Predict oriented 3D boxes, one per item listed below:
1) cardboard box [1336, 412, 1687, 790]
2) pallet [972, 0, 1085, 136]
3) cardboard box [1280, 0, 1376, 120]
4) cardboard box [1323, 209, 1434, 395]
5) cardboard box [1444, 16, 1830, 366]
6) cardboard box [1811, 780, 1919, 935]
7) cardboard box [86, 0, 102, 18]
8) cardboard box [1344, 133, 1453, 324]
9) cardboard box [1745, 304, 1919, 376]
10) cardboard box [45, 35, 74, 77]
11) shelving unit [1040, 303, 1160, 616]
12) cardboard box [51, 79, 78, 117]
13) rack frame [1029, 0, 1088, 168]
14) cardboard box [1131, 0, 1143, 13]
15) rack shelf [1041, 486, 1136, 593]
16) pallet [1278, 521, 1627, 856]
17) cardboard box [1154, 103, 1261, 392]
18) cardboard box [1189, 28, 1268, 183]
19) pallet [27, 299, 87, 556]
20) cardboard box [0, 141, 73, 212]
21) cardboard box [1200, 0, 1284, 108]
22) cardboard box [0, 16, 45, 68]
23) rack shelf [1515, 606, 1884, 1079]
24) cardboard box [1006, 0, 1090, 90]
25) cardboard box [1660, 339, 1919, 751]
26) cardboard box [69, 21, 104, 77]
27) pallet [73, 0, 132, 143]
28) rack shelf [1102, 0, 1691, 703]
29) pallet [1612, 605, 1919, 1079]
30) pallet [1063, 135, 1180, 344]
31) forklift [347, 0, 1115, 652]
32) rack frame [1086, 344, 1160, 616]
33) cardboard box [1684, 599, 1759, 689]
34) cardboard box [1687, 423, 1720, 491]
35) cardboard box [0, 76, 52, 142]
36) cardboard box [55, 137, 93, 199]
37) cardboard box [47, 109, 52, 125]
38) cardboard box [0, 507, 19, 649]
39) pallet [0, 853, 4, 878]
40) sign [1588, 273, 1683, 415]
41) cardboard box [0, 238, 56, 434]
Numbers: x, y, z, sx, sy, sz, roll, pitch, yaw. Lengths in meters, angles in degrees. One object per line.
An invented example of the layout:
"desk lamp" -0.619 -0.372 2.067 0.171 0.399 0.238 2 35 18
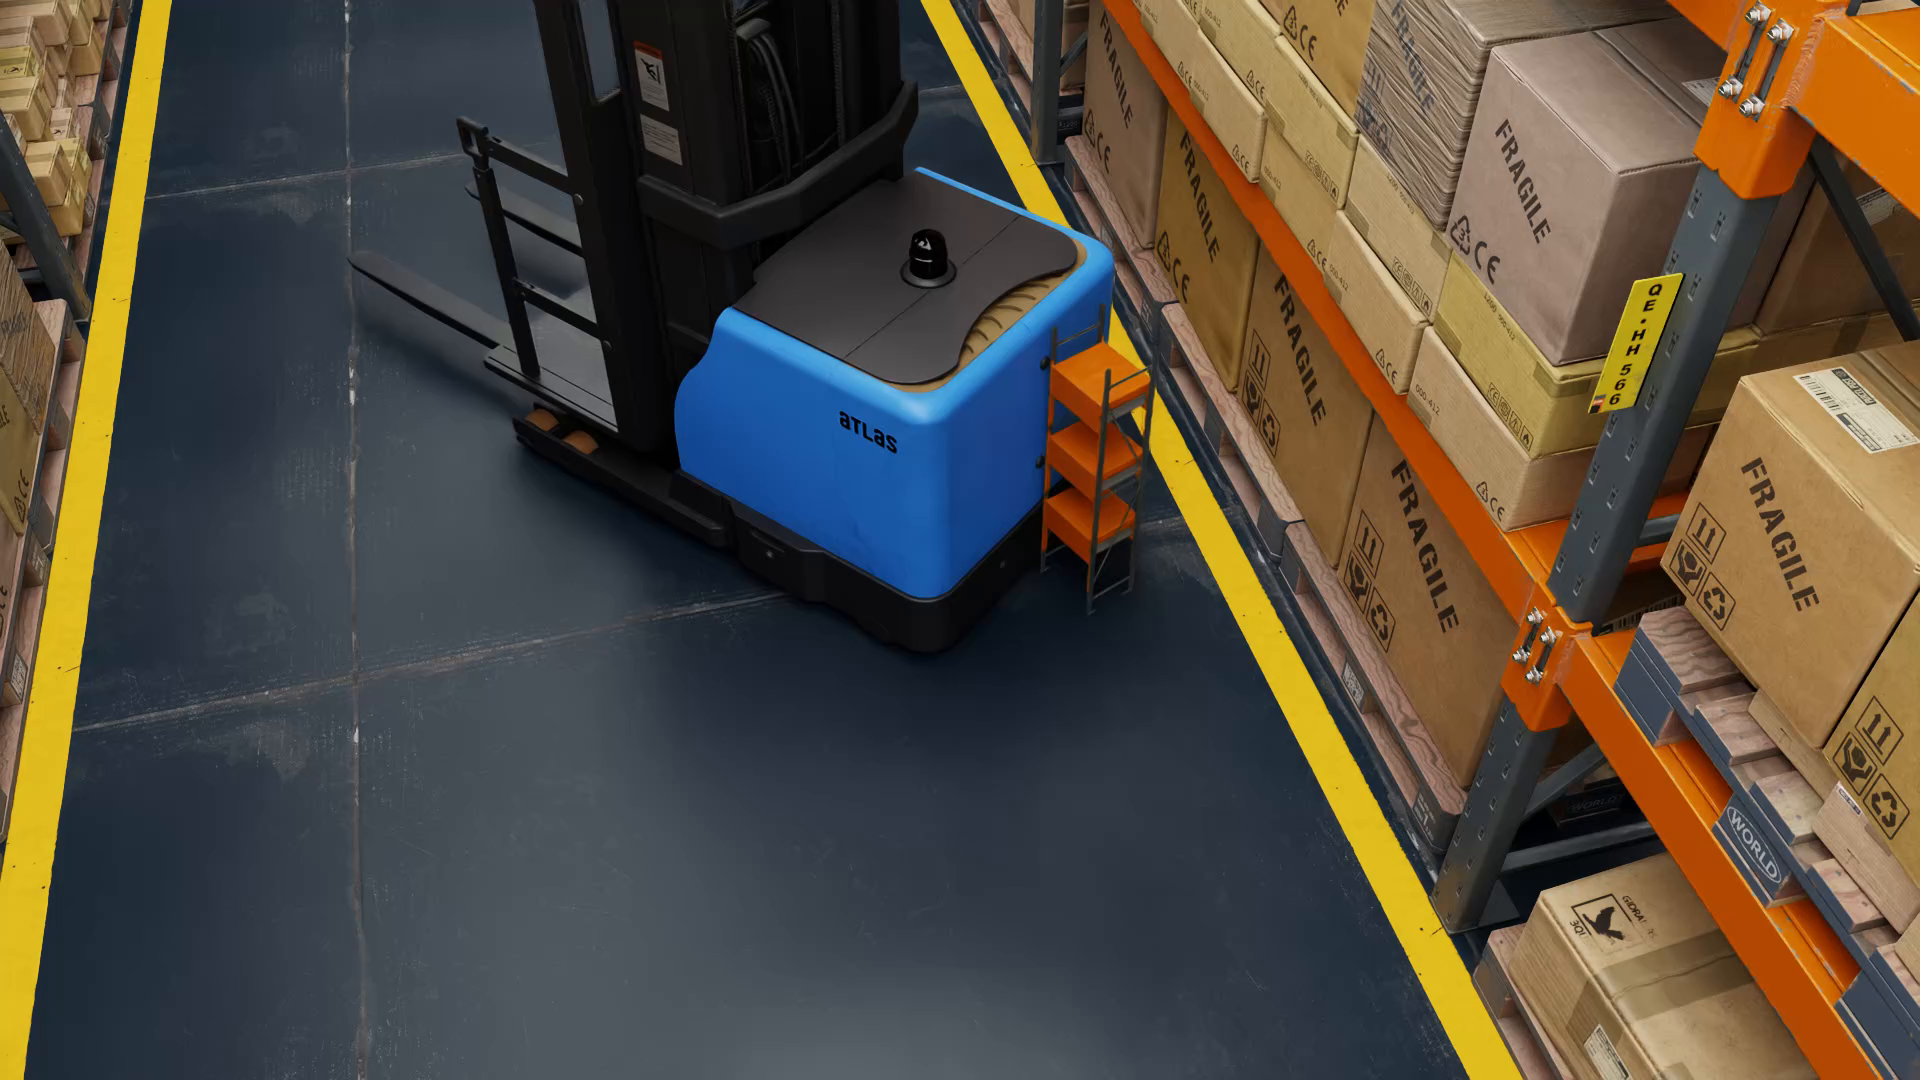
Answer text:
"cardboard box" 1.738 0.032 4.812 0.875 0.875 0.875 -11 47 -11
"pallet" 0.692 -2.397 7.951 1.003 0.211 1.213 -11 47 -10
"cardboard box" 1.190 -1.463 4.314 0.500 0.500 0.500 -11 47 -10
"cardboard box" 1.308 -0.671 4.413 0.500 0.250 0.500 -10 46 -10
"cardboard box" 1.450 -0.766 3.631 0.500 0.500 0.500 -12 47 -11
"cardboard box" 1.804 0.526 3.016 0.380 0.149 0.250 -14 47 -13
"cardboard box" -4.137 -2.483 7.577 0.380 0.149 0.250 -10 46 -10
"cardboard box" 1.330 -0.836 4.224 0.500 0.250 0.500 -12 47 -11
"cardboard box" 1.944 -0.590 3.983 0.500 0.250 0.500 -11 47 -11
"cardboard box" -4.095 -2.122 7.223 0.380 0.149 0.250 -9 46 -8
"shelving unit" 0.426 -0.229 5.239 0.215 1.050 0.252 -28 52 -25
"cardboard box" -4.026 -1.830 7.145 0.380 0.149 0.250 -12 47 -11
"rack frame" 0.811 -2.834 6.427 1.000 3.000 0.127 -11 47 -10
"cardboard box" 0.802 -2.072 5.786 0.500 0.250 0.500 -12 47 -11
"rack shelf" 0.426 -0.027 5.445 0.215 0.259 0.240 -28 52 -25
"pallet" 1.706 0.346 5.263 1.003 0.211 1.213 -11 47 -10
"cardboard box" 1.286 -1.202 6.021 0.875 0.875 0.875 -9 46 -9
"cardboard box" 1.037 -1.369 5.096 0.500 0.250 0.500 -11 47 -11
"pallet" -3.748 -0.346 5.941 1.003 0.211 1.213 -11 47 -10
"cardboard box" -3.732 -1.421 6.536 0.380 0.149 0.250 -9 46 -8
"cardboard box" 1.046 -1.544 4.918 0.500 0.250 0.500 -12 47 -12
"cardboard box" -4.051 -2.035 6.929 0.380 0.149 0.250 -12 47 -11
"rack shelf" 2.347 1.560 2.624 1.077 0.370 4.000 -11 47 -10
"cardboard box" 0.754 -2.537 7.636 0.875 0.438 0.875 -11 47 -11
"cardboard box" 1.726 -0.005 3.083 0.500 0.500 0.500 -12 47 -11
"cardboard box" -4.102 -2.207 7.514 0.380 0.149 0.250 -12 47 -11
"pallet" -4.470 -2.184 7.743 1.003 0.211 1.213 -11 47 -10
"rack shelf" 1.323 -1.201 5.331 1.077 0.370 4.000 -11 47 -10
"pallet" 2.120 0.467 3.326 1.213 0.211 1.003 -11 47 -10
"pallet" 1.081 -1.339 6.914 1.003 0.211 1.213 -11 47 -10
"forklift" -0.992 -1.529 5.196 3.031 2.935 1.130 28 52 25
"rack frame" 0.498 -0.159 5.171 0.200 1.050 0.008 -28 52 -25
"cardboard box" 1.738 0.127 3.407 0.380 0.149 0.250 -13 47 -13
"cardboard box" 1.953 -0.404 4.150 0.500 0.250 0.500 -11 47 -11
"cardboard box" -3.850 -1.693 6.595 0.380 0.149 0.250 -9 46 -8
"cardboard box" -3.799 -1.502 6.824 0.380 0.149 0.250 -9 46 -9
"cardboard box" -3.981 -1.741 6.850 0.380 0.149 0.250 -11 47 -11
"cardboard box" -3.257 0.043 5.064 0.500 0.500 0.500 -12 47 -11
"pallet" -3.123 1.339 4.290 1.003 0.211 1.213 -11 47 -10
"sign" 1.299 -0.374 3.205 0.100 0.325 0.005 -11 47 -10
"cardboard box" -3.515 -0.666 5.759 0.500 0.500 0.500 -12 47 -11
